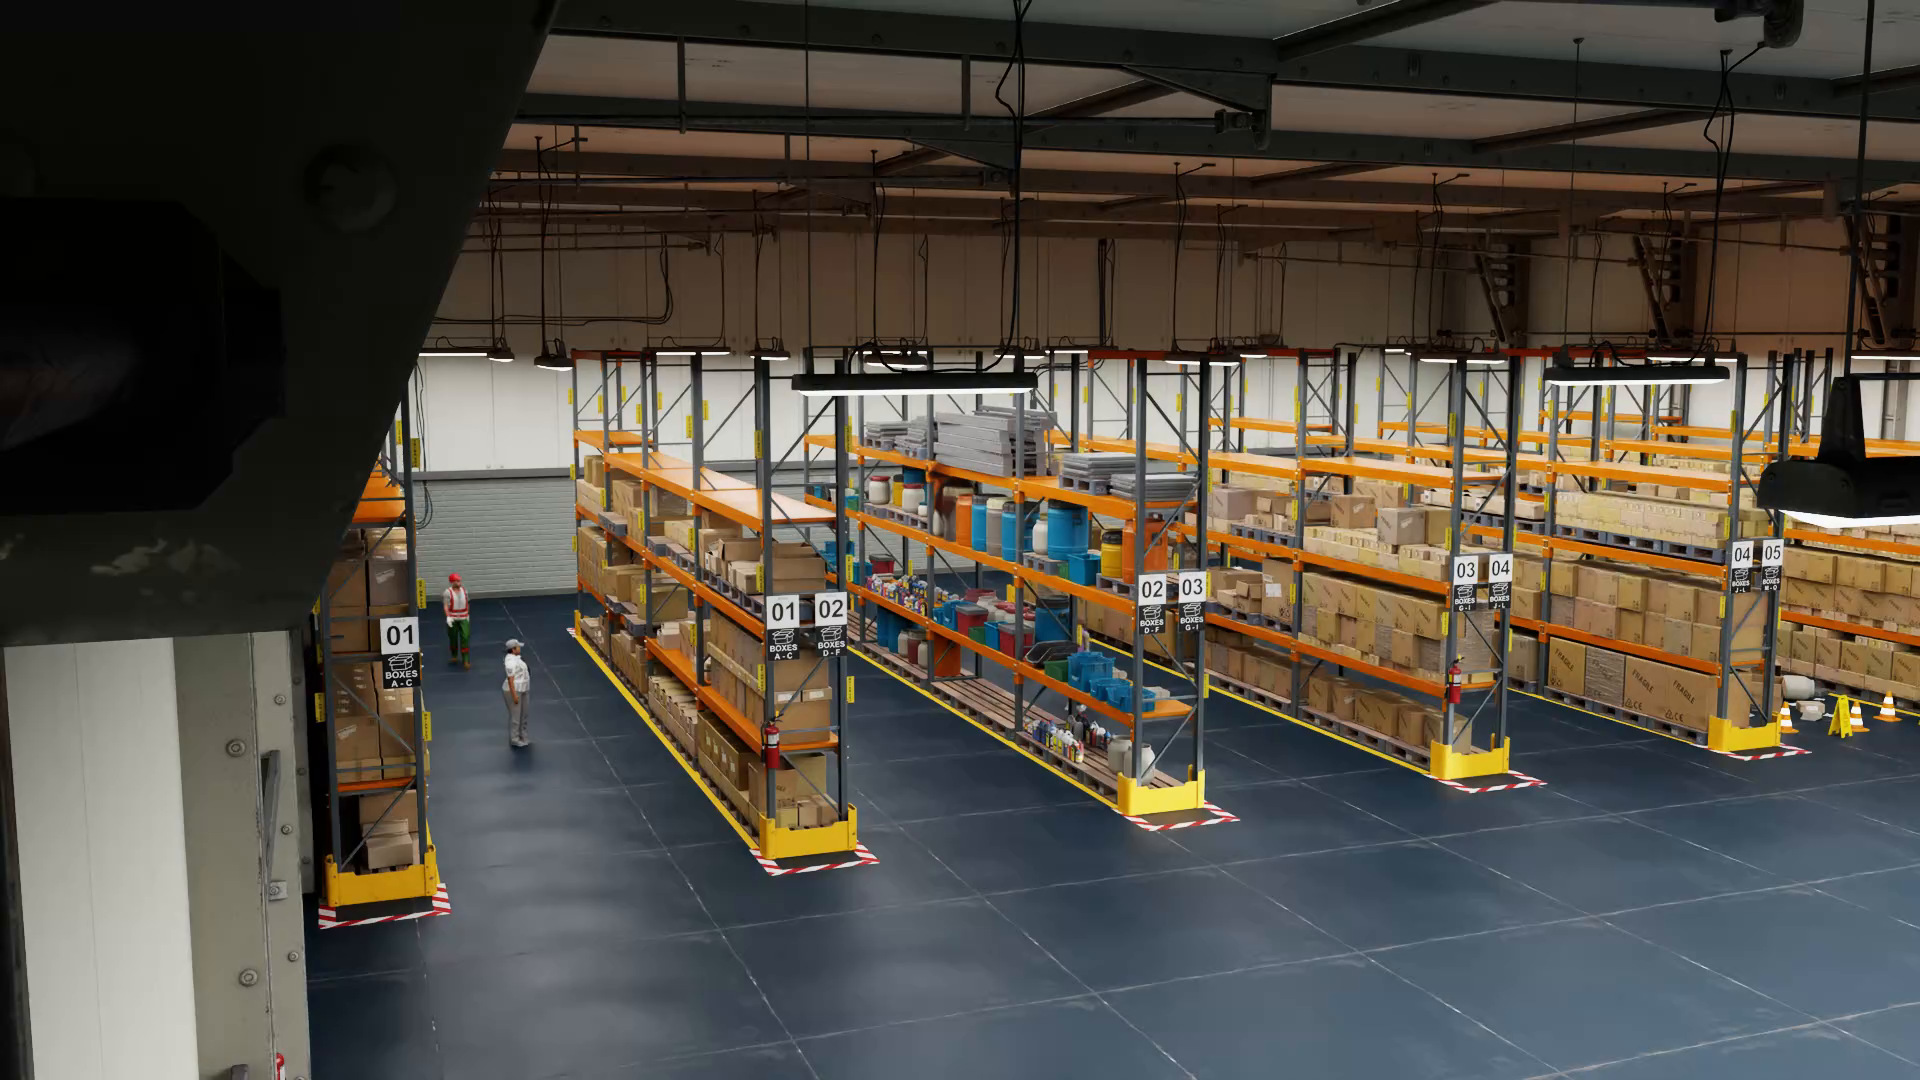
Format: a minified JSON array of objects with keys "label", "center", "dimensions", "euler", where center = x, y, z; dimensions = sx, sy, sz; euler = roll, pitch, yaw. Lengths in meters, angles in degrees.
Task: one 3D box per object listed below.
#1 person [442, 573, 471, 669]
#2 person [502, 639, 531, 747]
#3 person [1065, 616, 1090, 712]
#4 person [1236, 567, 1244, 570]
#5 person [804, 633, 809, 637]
[{"label":"person","center":[-9.574,1.520,31.657],"dimensions":[0.515,1.770,0.885],"euler":[-3,8,-24]},{"label":"person","center":[-6.819,2.356,25.625],"dimensions":[0.395,1.701,0.574],"euler":[2,7,12]},{"label":"person","center":[1.982,2.061,27.723],"dimensions":[0.343,1.605,0.472],"euler":[-6,10,-42]},{"label":"person","center":[5.547,1.386,33.012],"dimensions":[0.510,1.748,0.994],"euler":[-3,8,-21]},{"label":"person","center":[-3.082,1.743,29.831],"dimensions":[0.718,1.731,1.091],"euler":[-3,8,-25]}]
